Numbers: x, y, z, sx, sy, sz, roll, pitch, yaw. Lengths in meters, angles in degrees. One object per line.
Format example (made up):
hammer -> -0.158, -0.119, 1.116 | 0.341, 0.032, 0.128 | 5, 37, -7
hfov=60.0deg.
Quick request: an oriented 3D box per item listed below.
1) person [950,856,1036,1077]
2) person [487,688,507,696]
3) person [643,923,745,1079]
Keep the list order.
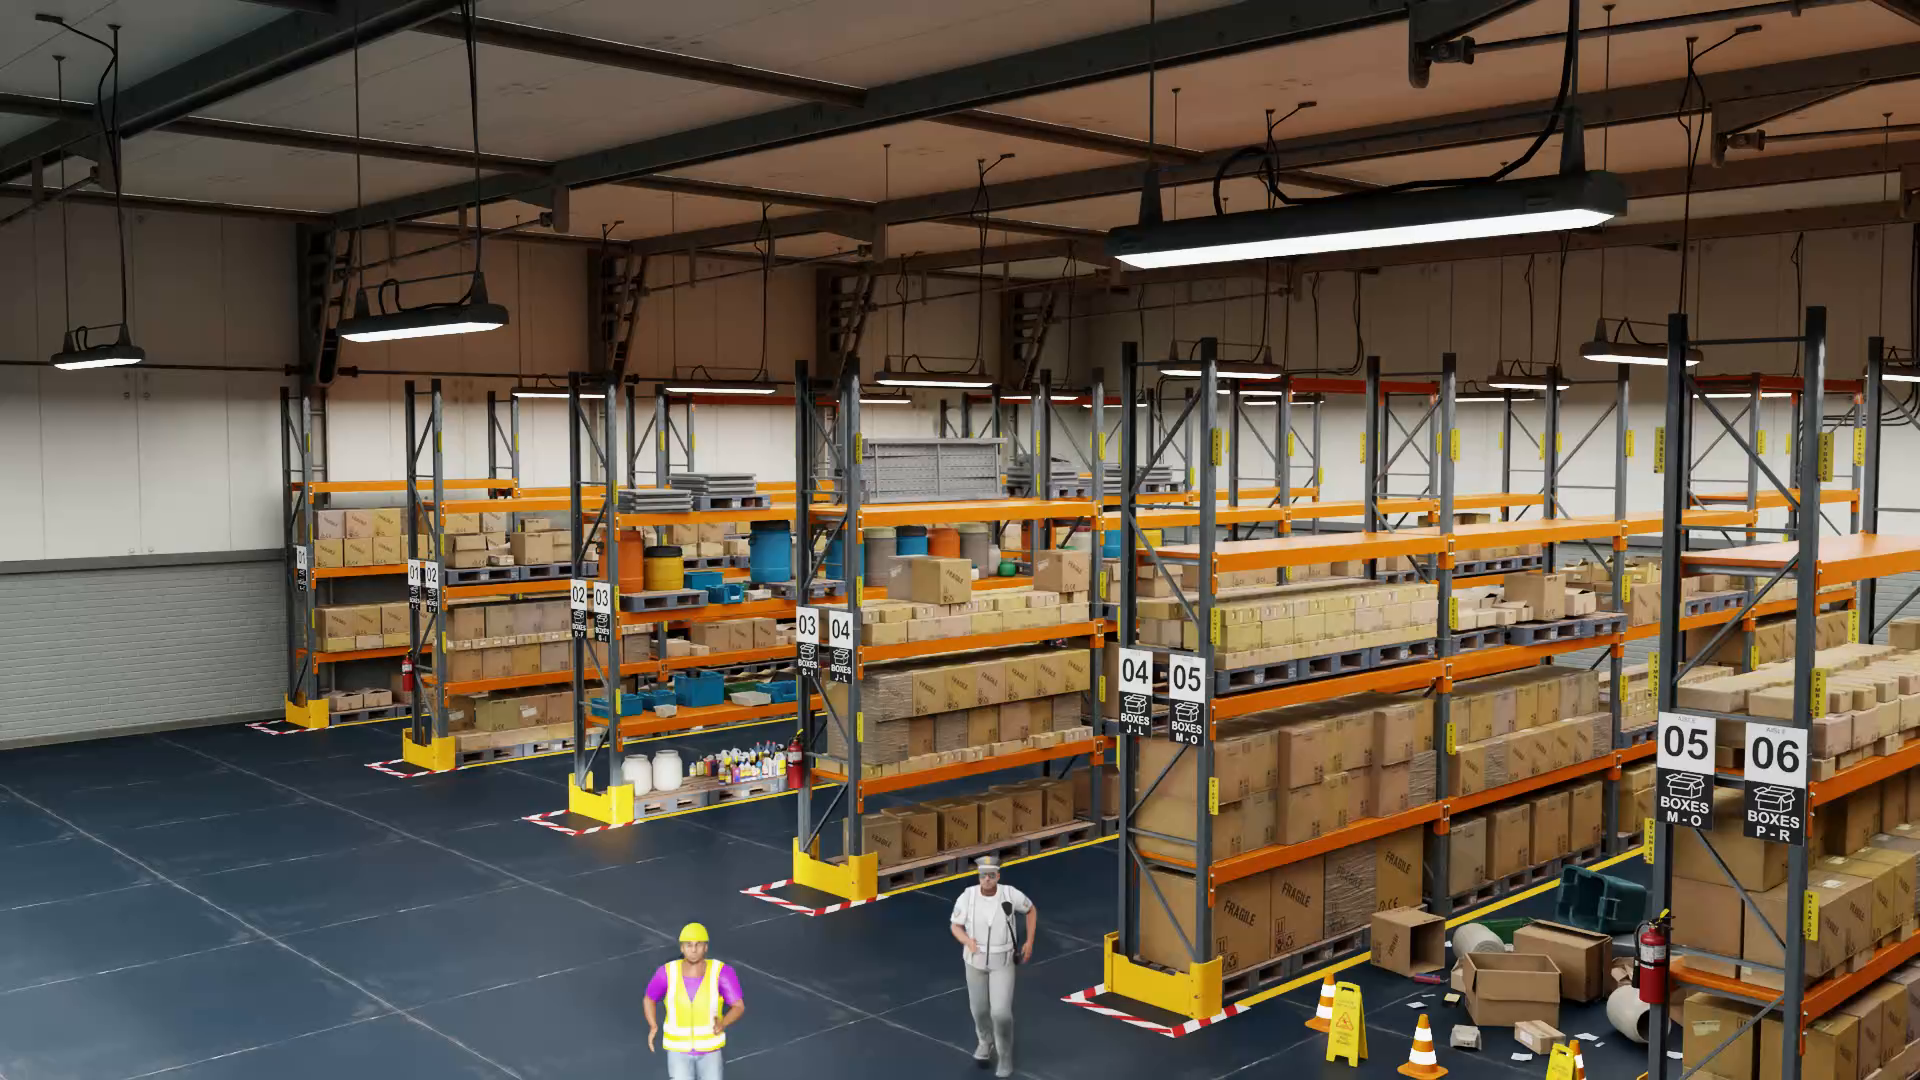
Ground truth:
person -> 0.258, 3.450, 13.432 | 0.676, 1.855, 0.748 | 1, 4, 8
person -> -8.029, 2.524, 28.681 | 0.588, 1.636, 0.603 | 3, 5, 42
person -> -1.865, 3.549, 11.657 | 0.714, 1.735, 0.804 | 0, 4, -8
